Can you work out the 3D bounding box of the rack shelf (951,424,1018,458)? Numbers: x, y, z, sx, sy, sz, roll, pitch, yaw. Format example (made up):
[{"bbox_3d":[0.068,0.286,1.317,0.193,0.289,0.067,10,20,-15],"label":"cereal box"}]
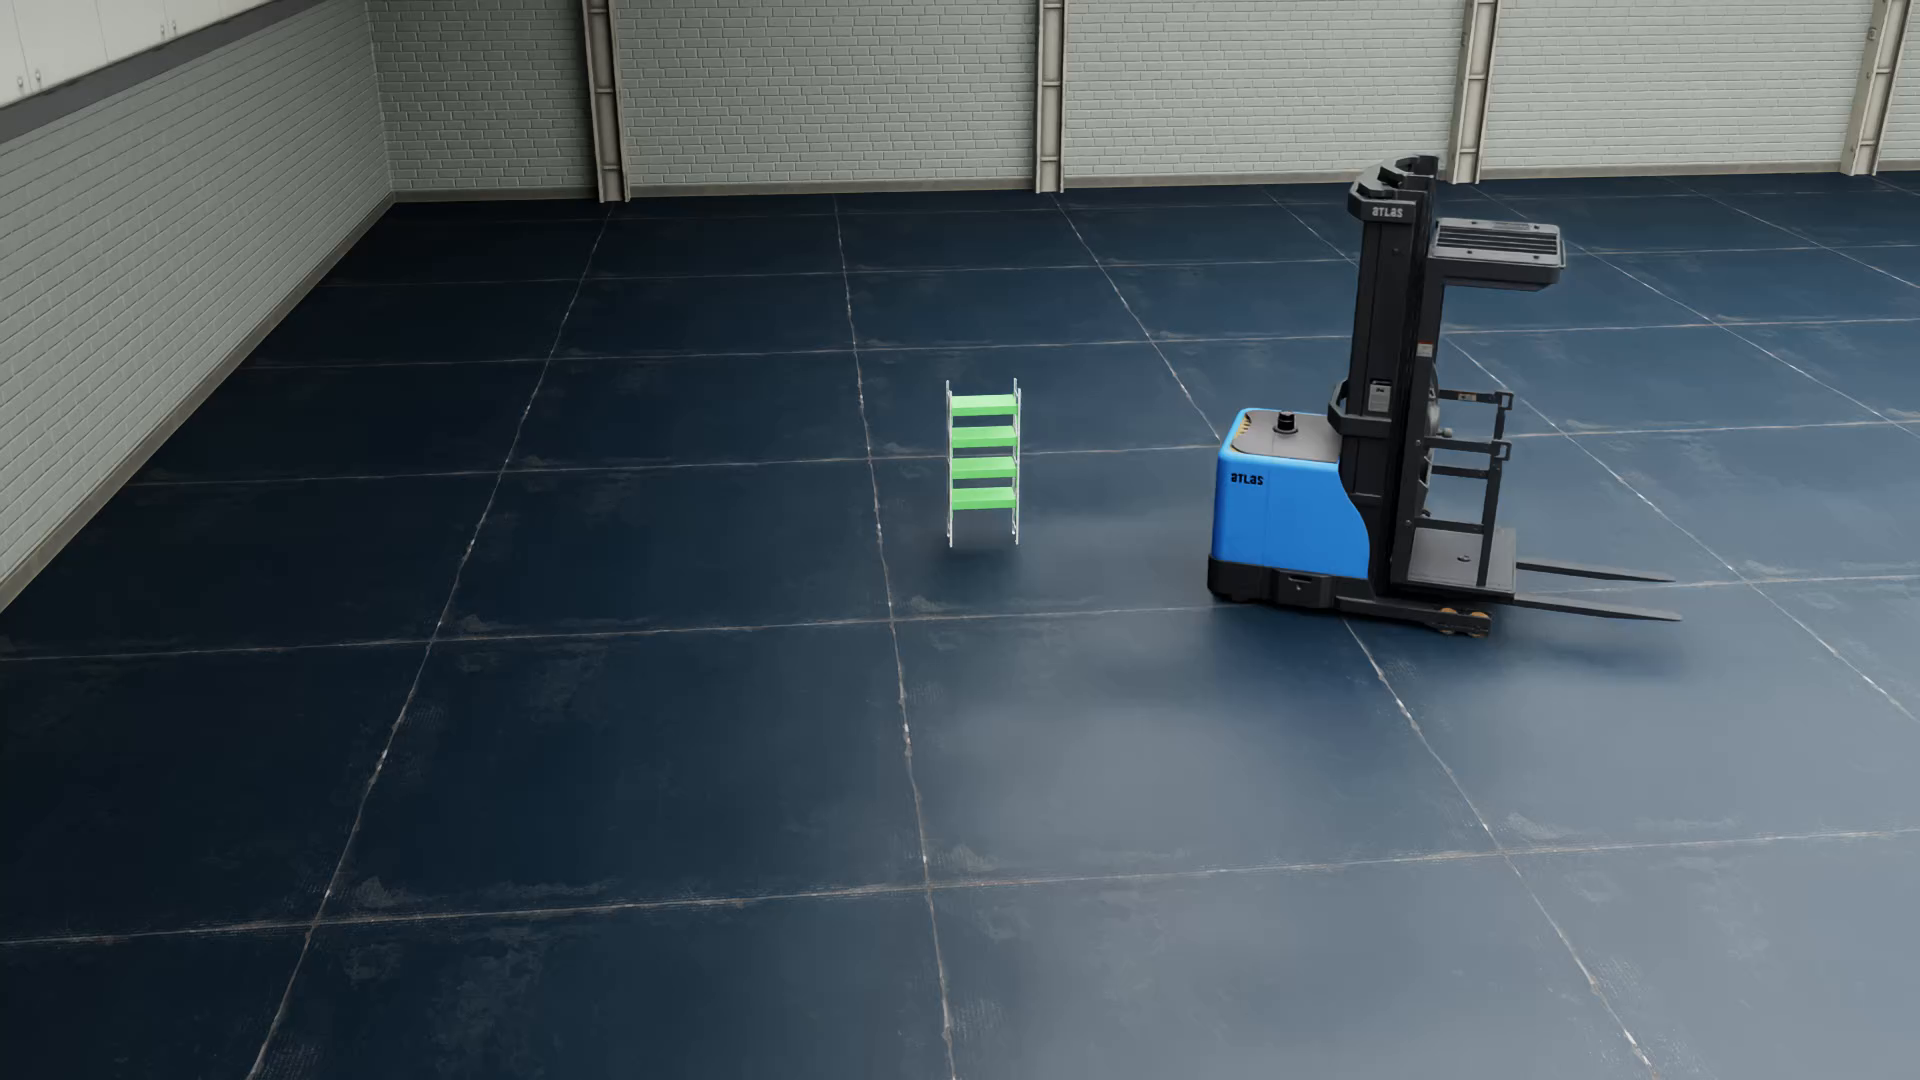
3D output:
[{"bbox_3d":[0.165,-0.716,12.010,0.480,0.148,0.258,-2,24,-5],"label":"rack shelf"}]

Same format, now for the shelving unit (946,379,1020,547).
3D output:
[{"bbox_3d":[0.165,-0.555,12.081,0.503,1.200,0.258,-2,24,-5],"label":"shelving unit"}]

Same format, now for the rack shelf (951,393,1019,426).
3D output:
[{"bbox_3d":[0.165,-0.935,11.912,0.480,0.148,0.258,-2,24,-5],"label":"rack shelf"}]

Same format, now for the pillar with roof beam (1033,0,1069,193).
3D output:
[{"bbox_3d":[1.661,-7.282,17.615,0.400,9.000,9.100,-2,24,-5],"label":"pillar with roof beam"}]

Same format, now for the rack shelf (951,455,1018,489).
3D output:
[{"bbox_3d":[0.165,-0.496,12.107,0.480,0.148,0.258,-2,24,-5],"label":"rack shelf"}]

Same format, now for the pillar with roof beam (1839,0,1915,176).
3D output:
[{"bbox_3d":[13.603,-7.761,18.693,0.400,9.000,9.100,-2,24,-5],"label":"pillar with roof beam"}]

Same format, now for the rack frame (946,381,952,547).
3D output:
[{"bbox_3d":[-0.078,-0.545,12.060,0.015,1.200,0.240,-2,24,-5],"label":"rack frame"}]

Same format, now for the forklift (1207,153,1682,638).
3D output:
[{"bbox_3d":[3.270,-0.941,10.819,3.031,2.935,1.130,7,25,16],"label":"forklift"}]

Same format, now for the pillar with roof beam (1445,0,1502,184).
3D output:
[{"bbox_3d":[7.632,-7.522,18.154,0.400,9.000,9.100,-2,24,-5],"label":"pillar with roof beam"}]

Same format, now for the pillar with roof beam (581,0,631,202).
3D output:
[{"bbox_3d":[-4.310,-7.043,17.076,0.400,9.000,9.100,-2,24,-5],"label":"pillar with roof beam"}]

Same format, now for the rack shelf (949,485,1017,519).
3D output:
[{"bbox_3d":[0.165,-0.277,12.205,0.480,0.148,0.258,-2,24,-5],"label":"rack shelf"}]

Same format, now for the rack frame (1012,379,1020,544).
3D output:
[{"bbox_3d":[0.408,-0.565,12.103,0.015,1.200,0.240,-2,24,-5],"label":"rack frame"}]
